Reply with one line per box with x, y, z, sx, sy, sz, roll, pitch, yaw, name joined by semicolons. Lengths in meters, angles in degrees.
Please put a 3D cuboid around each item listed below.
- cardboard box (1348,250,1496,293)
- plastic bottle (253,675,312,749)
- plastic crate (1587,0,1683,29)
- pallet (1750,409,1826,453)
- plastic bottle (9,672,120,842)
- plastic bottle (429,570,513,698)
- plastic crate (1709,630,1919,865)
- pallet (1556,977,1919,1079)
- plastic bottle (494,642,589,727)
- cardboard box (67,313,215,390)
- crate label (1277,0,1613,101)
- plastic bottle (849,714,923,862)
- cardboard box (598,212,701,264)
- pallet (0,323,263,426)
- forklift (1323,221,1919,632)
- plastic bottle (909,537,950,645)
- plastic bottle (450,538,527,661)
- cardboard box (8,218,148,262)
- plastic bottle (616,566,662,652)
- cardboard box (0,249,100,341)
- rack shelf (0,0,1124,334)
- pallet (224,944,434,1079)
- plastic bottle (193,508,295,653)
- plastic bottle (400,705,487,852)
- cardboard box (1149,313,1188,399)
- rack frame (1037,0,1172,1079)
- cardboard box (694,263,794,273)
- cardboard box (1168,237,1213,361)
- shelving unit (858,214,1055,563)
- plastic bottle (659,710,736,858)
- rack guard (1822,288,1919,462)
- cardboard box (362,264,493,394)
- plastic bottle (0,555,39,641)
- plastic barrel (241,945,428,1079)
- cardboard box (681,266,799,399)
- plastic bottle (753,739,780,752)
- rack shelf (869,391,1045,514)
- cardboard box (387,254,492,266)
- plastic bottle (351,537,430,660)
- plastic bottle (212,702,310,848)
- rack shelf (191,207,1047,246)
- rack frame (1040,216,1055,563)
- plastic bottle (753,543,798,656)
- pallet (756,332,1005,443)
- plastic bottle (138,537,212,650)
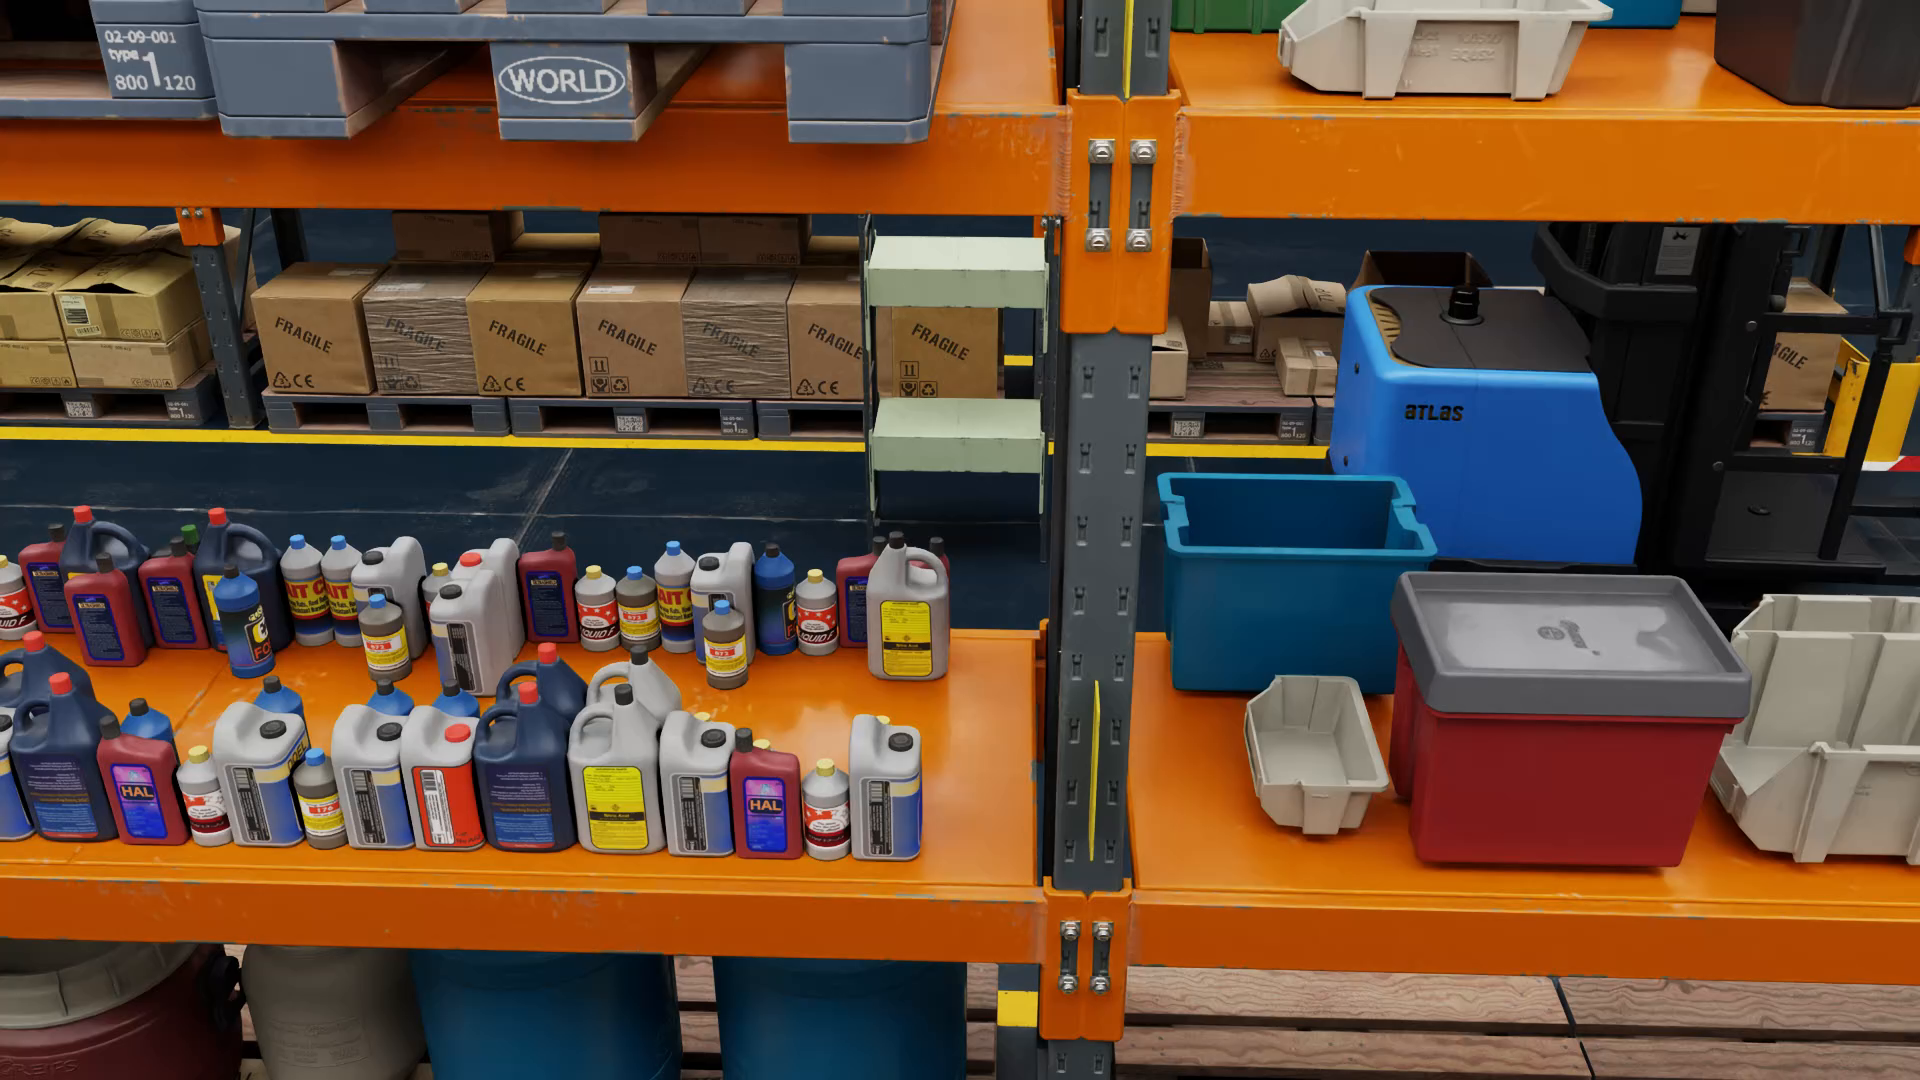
2.317;-1.102;8.322;0.637;0.503;0.797;1;28;2;cardboard box
-1.394;0.402;3.427;0.097;0.271;0.097;0;28;0;plastic bottle
1.182;-1.107;3.111;0.300;0.233;0.416;1;28;2;plastic crate
3.564;-0.755;8.449;1.213;0.211;1.003;1;28;2;pallet
-1.770;0.421;3.307;0.185;0.351;0.144;1;28;2;plastic bottle
-1.119;0.204;3.795;0.135;0.276;0.152;1;28;2;plastic bottle
1.780;0.416;3.324;0.530;0.282;0.437;1;28;2;plastic crate
2.219;1.524;4.150;1.213;0.211;1.003;1;28;2;pallet
-0.849;0.368;3.405;0.185;0.351;0.144;1;28;2;plastic bottle
-4.093;-0.971;8.366;0.500;0.250;0.500;2;28;3;cardboard box
0.740;-0.786;2.610;0.466;0.136;0.293;1;28;2;crate label
-0.145;0.479;3.277;0.135;0.276;0.152;1;28;2;plastic bottle
-1.536;-1.607;8.478;0.500;0.250;0.500;0;28;1;cardboard box
-4.380;-0.905;8.733;1.213;0.211;1.003;1;28;2;pallet
3.084;-1.147;6.284;3.031;2.935;1.130;2;28;4;forklift
-0.091;0.125;3.936;0.133;0.283;0.061;1;28;2;plastic bottle
-1.114;0.133;3.930;0.135;0.276;0.152;1;28;2;plastic bottle
-4.596;-1.475;8.718;0.500;0.311;0.500;0;28;1;cardboard box
-0.766;0.158;3.961;0.097;0.201;0.097;0;28;0;plastic bottle
-4.610;-1.223;8.243;0.500;0.311;0.500;1;28;1;cardboard box
-1.738;-0.761;3.049;4.000;0.370;1.077;1;28;2;rack shelf
-1.731;1.460;4.271;1.213;0.211;1.003;1;28;2;pallet
-1.700;0.088;3.934;0.185;0.351;0.144;1;28;2;plastic bottle
-1.014;0.464;3.304;0.135;0.276;0.152;1;28;2;plastic bottle
0.851;-0.938;8.217;0.500;0.311;0.500;1;28;2;cardboard box
0.261;0.279;3.521;0.127;3.000;1.000;1;28;2;rack frame
-1.068;-1.267;8.636;0.500;0.500;0.500;1;28;2;cardboard box
1.019;-1.253;8.610;0.500;0.500;0.500;1;28;2;cardboard box
-0.007;-0.663;6.899;0.755;1.500;0.431;1;28;2;shelving unit
-0.510;0.473;3.288;0.135;0.276;0.152;1;28;2;plastic bottle
4.361;-0.870;8.358;0.348;0.500;1.175;1;28;2;rack guard
-2.590;-1.048;8.224;0.500;0.500;0.500;0;28;0;cardboard box
-2.291;0.133;4.008;0.097;0.201;0.097;0;28;0;plastic bottle
-1.551;1.113;4.156;0.421;0.512;0.421;0;28;0;plastic barrel
-1.059;-1.024;8.178;0.500;0.500;0.500;1;28;2;cardboard box
-0.393;0.492;3.332;0.097;0.201;0.097;0;28;0;plastic bottle
-0.007;-0.375;7.052;0.720;0.370;0.431;1;28;2;rack shelf
-2.615;-1.290;8.680;0.500;0.500;0.500;2;28;4;cardboard box
-1.345;0.129;3.937;0.135;0.276;0.152;1;28;2;plastic bottle
-1.380;0.458;3.315;0.135;0.276;0.152;1;28;2;plastic bottle
-1.559;-1.755;8.125;4.000;0.370;1.077;1;28;2;rack shelf
0.359;-0.657;6.888;0.023;1.500;0.400;1;28;2;rack frame
-0.437;0.133;3.934;0.097;0.271;0.097;0;28;0;plastic bottle
-0.375;-0.803;8.540;1.213;0.211;1.003;1;28;2;pallet
-1.859;0.124;3.938;0.133;0.283;0.061;1;28;2;plastic bottle
